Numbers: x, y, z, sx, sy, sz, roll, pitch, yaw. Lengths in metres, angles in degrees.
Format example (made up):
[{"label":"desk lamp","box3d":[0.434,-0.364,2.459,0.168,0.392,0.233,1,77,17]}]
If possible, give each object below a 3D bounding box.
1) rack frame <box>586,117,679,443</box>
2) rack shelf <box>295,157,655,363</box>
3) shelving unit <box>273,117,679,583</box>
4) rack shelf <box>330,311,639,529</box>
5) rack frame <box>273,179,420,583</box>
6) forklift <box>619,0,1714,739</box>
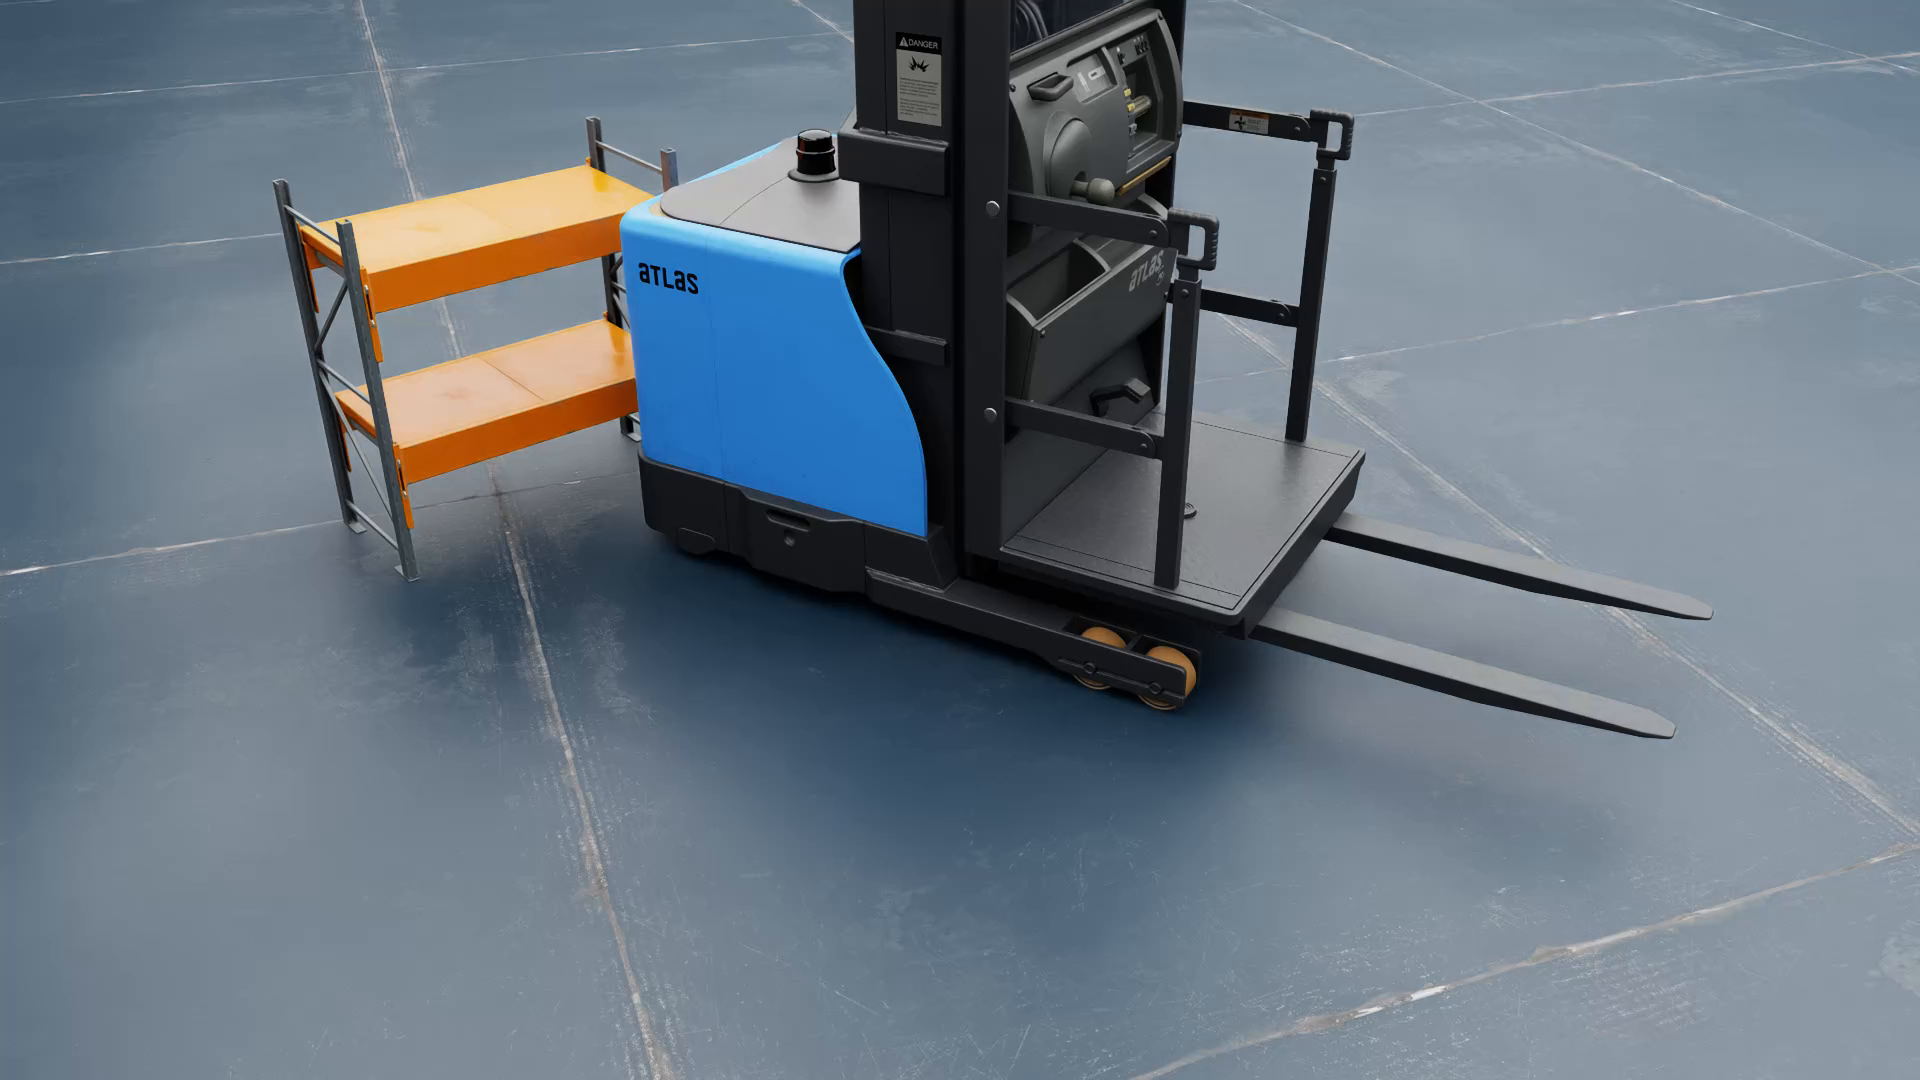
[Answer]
[{"label":"rack frame","box3d":[-1.036,-0.784,5.489,0.032,1.125,0.500,-23,37,-34]},{"label":"rack shelf","box3d":[-1.424,-0.875,5.059,1.000,0.278,0.538,-23,37,-34]},{"label":"shelving unit","box3d":[-1.424,-0.621,5.204,1.048,1.125,0.538,-23,37,-34]},{"label":"rack shelf","box3d":[-1.424,-0.409,5.325,1.000,0.278,0.538,-23,37,-34]},{"label":"rack frame","box3d":[-1.812,-0.458,4.918,0.032,1.125,0.500,-23,37,-34]},{"label":"forklift","box3d":[0.548,-1.120,4.255,3.031,2.935,1.130,16,33,25]}]
